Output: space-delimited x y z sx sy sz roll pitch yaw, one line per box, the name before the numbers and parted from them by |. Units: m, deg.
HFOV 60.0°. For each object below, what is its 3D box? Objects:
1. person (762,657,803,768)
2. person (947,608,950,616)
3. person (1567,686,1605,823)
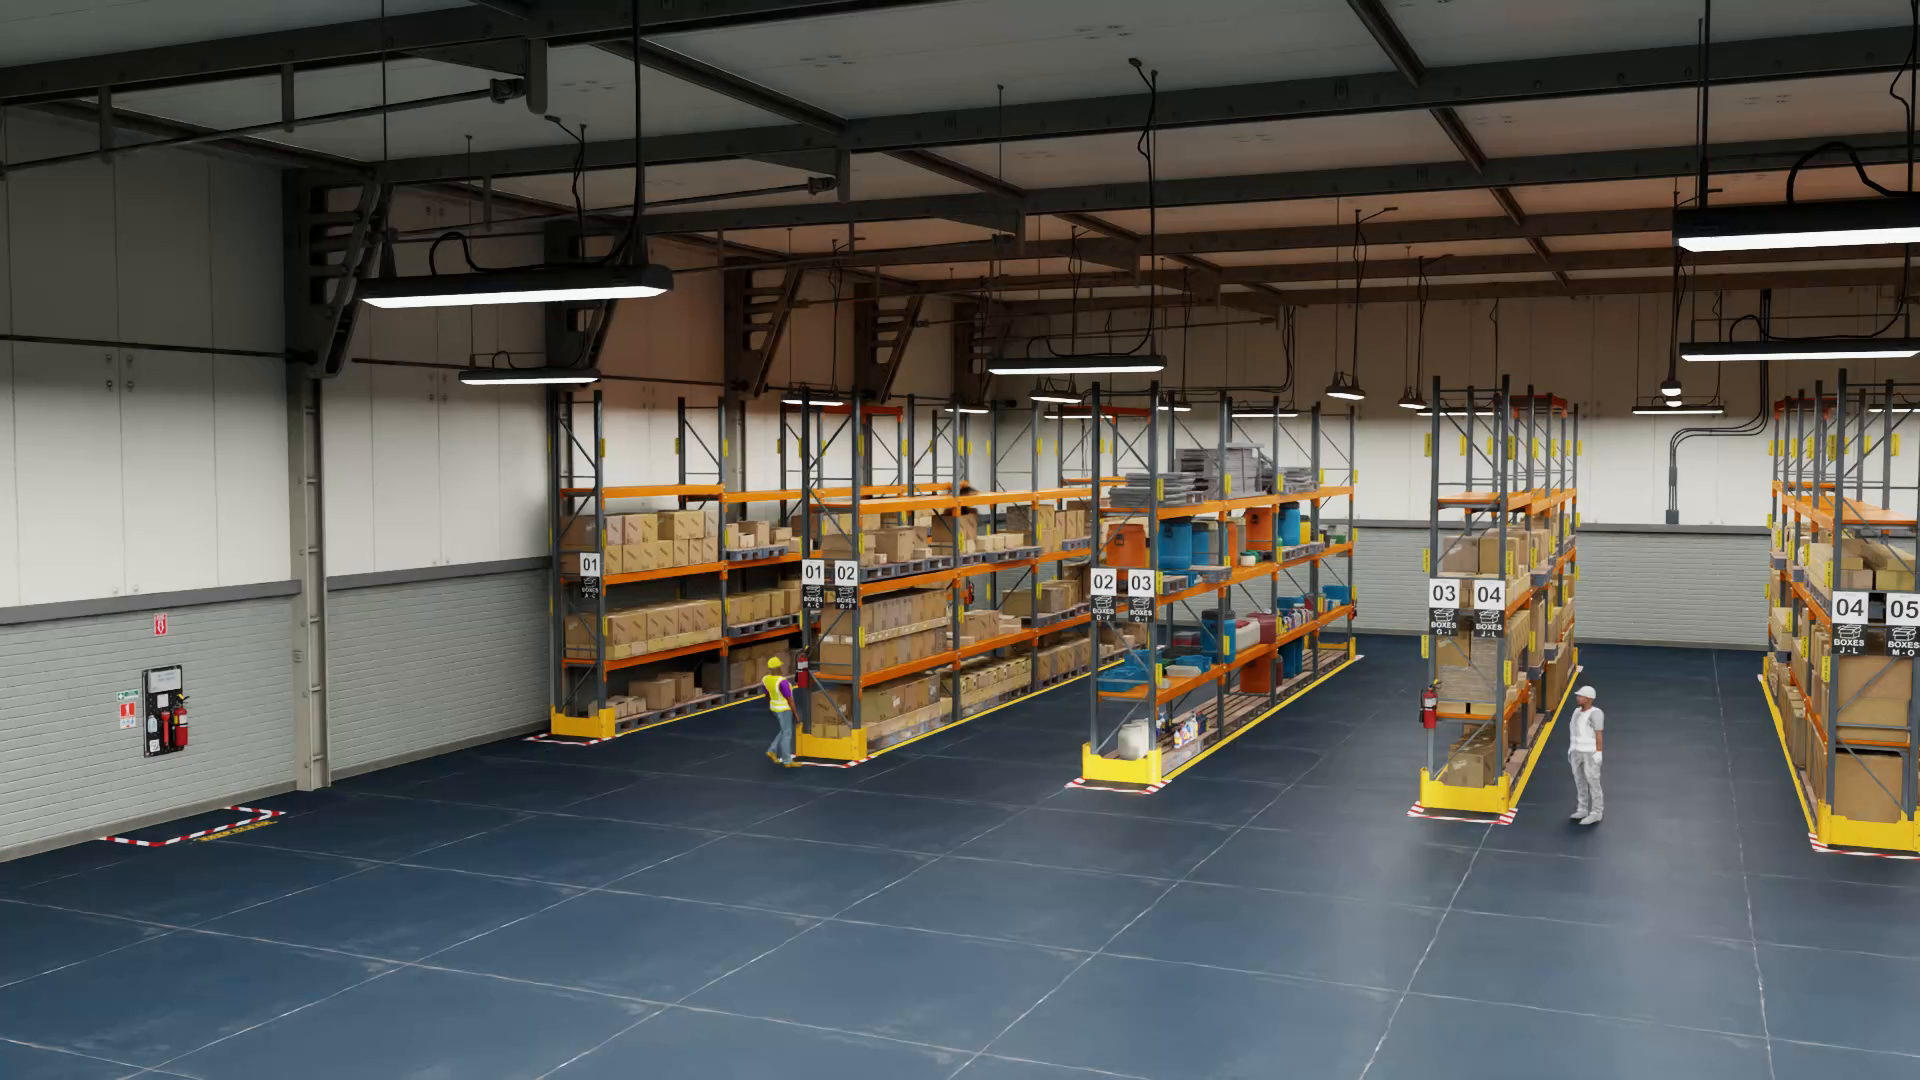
person | -2.799 2.690 26.119 0.582 1.742 0.670 -2 4 -27
person | -0.467 2.079 38.298 0.558 1.620 1.064 1 3 19
person | 8.420 2.870 22.405 0.473 1.793 0.623 -1 3 -25
